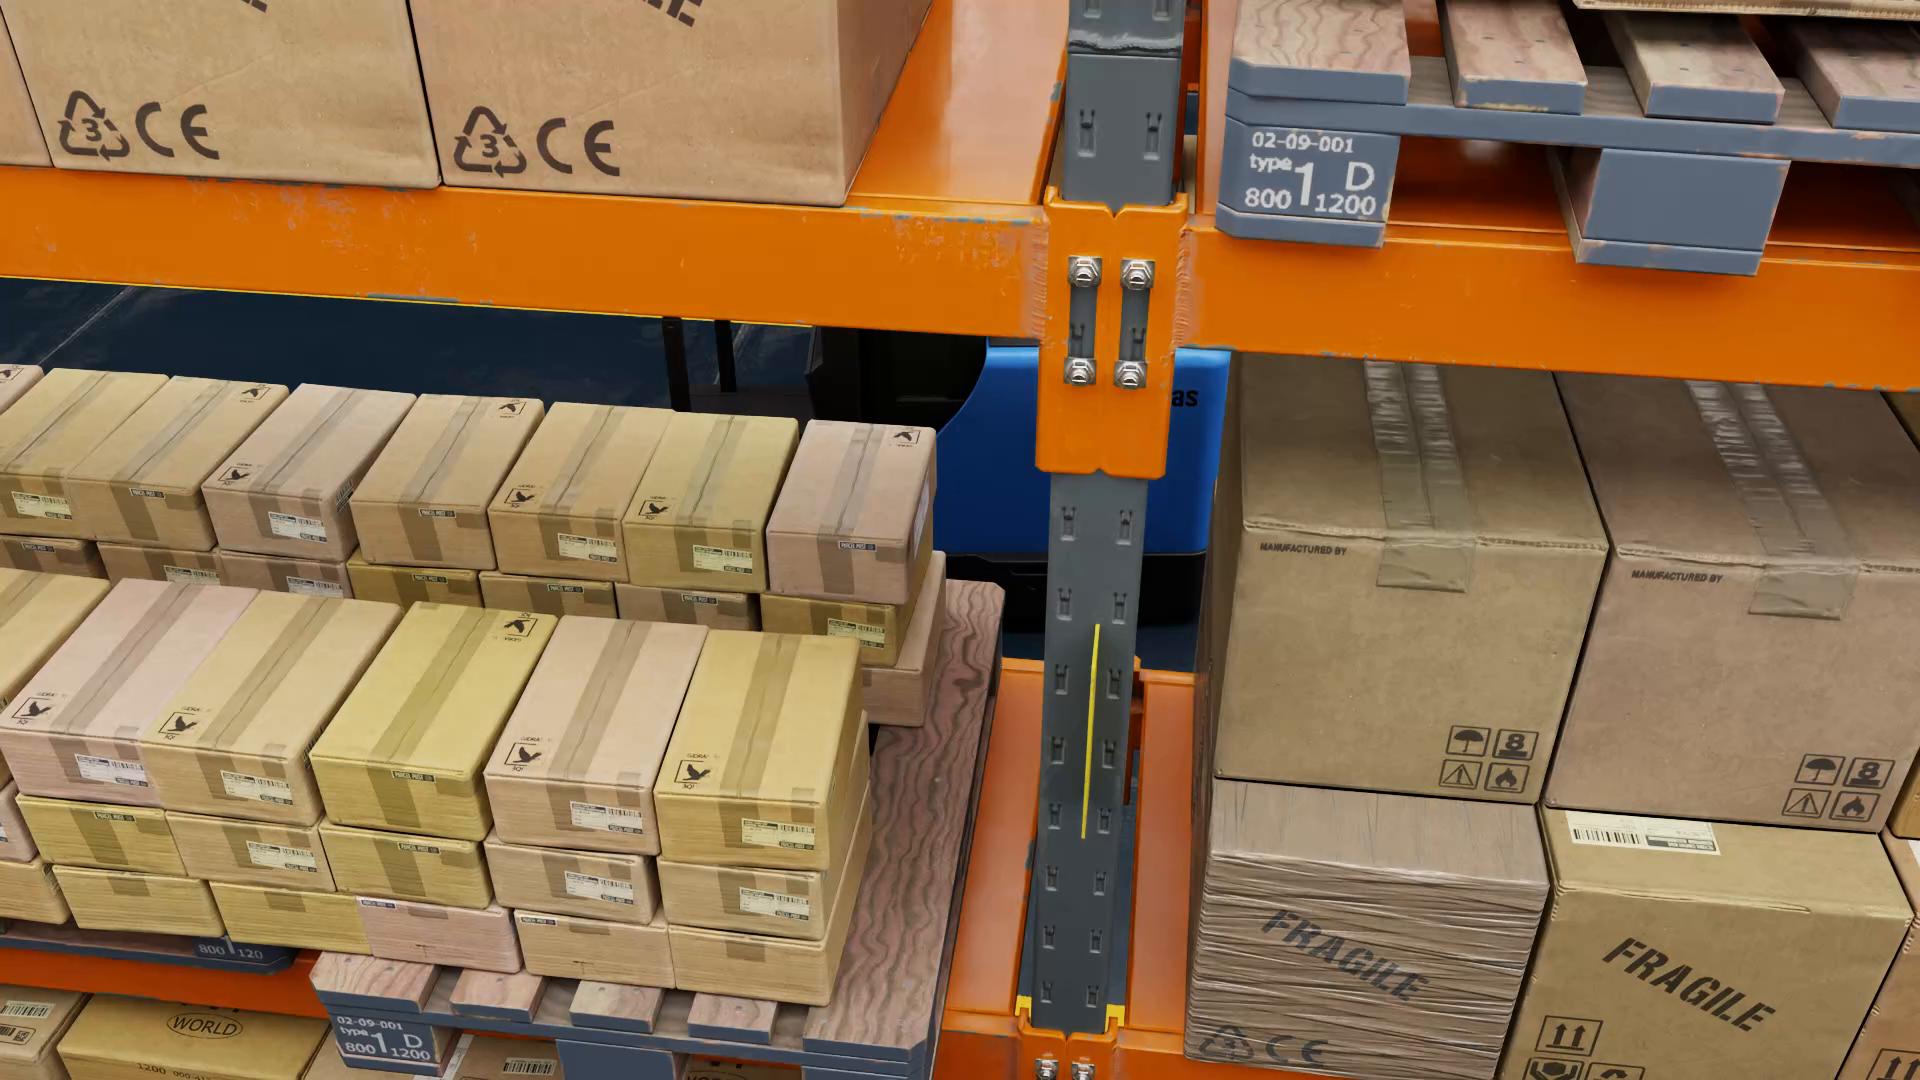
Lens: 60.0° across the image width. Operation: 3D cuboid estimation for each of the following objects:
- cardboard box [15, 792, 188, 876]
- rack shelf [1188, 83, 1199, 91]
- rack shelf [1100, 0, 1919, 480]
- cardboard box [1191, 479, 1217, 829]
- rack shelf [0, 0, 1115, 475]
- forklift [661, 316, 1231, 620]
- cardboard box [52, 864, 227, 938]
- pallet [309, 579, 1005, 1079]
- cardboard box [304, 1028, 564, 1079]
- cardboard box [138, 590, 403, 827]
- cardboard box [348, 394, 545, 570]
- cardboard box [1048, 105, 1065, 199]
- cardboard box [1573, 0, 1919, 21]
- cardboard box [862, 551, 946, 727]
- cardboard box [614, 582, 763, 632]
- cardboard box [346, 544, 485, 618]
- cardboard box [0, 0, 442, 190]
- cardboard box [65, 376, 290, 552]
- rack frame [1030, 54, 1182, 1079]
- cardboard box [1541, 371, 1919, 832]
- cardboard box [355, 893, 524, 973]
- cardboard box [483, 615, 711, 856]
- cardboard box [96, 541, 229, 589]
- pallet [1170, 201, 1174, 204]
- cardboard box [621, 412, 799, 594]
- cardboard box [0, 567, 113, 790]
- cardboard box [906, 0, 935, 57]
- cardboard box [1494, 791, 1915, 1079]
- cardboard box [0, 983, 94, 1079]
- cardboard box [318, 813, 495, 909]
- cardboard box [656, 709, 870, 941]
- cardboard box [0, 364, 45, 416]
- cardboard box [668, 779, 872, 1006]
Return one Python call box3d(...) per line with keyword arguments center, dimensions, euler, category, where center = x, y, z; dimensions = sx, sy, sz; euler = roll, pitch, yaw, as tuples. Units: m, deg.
box3d(center=(-1.324, 0.360, 2.762), dimensions=(0.250, 0.149, 0.380), euler=(4, 36, 6), category="cardboard box")
box3d(center=(2.758, -2.020, 7.117), dimensions=(4.000, 0.370, 1.077), euler=(4, 36, 6), category="rack shelf")
box3d(center=(2.228, -0.381, 2.239), dimensions=(4.000, 0.370, 1.077), euler=(4, 36, 6), category="rack shelf")
box3d(center=(0.725, 0.237, 3.250), dimensions=(0.500, 0.500, 0.500), euler=(4, 36, 6), category="cardboard box")
box3d(center=(-1.739, -0.677, 2.654), dimensions=(4.000, 0.370, 1.077), euler=(4, 36, 6), category="rack shelf")
box3d(center=(-0.630, -1.193, 5.398), dimensions=(3.031, 2.935, 1.130), euler=(0, 36, 0), category="forklift")
box3d(center=(-1.318, 0.481, 2.849), dimensions=(0.250, 0.149, 0.380), euler=(3, 36, 4), category="cardboard box")
box3d(center=(-0.476, 0.486, 3.152), dimensions=(1.003, 0.211, 1.213), euler=(4, 36, 6), category="pallet")
box3d(center=(-0.970, 1.010, 3.398), dimensions=(0.500, 0.250, 0.500), euler=(5, 36, 7), category="cardboard box")
box3d(center=(-1.074, 0.259, 2.647), dimensions=(0.250, 0.149, 0.380), euler=(5, 36, 7), category="cardboard box")
box3d(center=(-0.961, -0.116, 3.174), dimensions=(0.250, 0.149, 0.380), euler=(3, 36, 4), category="cardboard box")
box3d(center=(0.100, -1.866, 7.749), dimensions=(0.875, 0.875, 0.875), euler=(4, 36, 6), category="cardboard box")
box3d(center=(0.934, -0.817, 1.859), dimensions=(0.500, 0.311, 0.500), euler=(4, 36, 6), category="cardboard box")
box3d(center=(-0.174, 0.181, 3.269), dimensions=(0.250, 0.149, 0.380), euler=(4, 36, 5), category="cardboard box")
box3d(center=(-0.479, 0.039, 3.212), dimensions=(0.250, 0.149, 0.380), euler=(6, 36, 8), category="cardboard box")
box3d(center=(-0.994, 0.003, 3.263), dimensions=(0.250, 0.149, 0.380), euler=(4, 36, 6), category="cardboard box")
box3d(center=(-0.852, -0.788, 2.104), dimensions=(0.500, 0.500, 0.500), euler=(4, 36, 6), category="cardboard box")
box3d(center=(-1.493, -0.154, 3.226), dimensions=(0.250, 0.149, 0.380), euler=(5, 36, 7), category="cardboard box")
box3d(center=(0.245, 0.399, 3.109), dimensions=(0.127, 3.000, 1.000), euler=(4, 36, 6), category="rack frame")
box3d(center=(1.190, 0.027, 2.683), dimensions=(0.500, 0.500, 0.700), euler=(4, 36, 5), category="cardboard box")
box3d(center=(-0.805, 0.521, 2.793), dimensions=(0.250, 0.149, 0.380), euler=(5, 36, 7), category="cardboard box")
box3d(center=(-0.549, 0.296, 2.595), dimensions=(0.250, 0.149, 0.380), euler=(4, 36, 5), category="cardboard box")
box3d(center=(-1.487, -0.036, 3.318), dimensions=(0.250, 0.149, 0.380), euler=(4, 36, 6), category="cardboard box")
box3d(center=(1.550, -1.267, 7.843), dimensions=(1.213, 0.211, 1.003), euler=(4, 36, 6), category="pallet")
box3d(center=(-0.456, -0.076, 3.117), dimensions=(0.250, 0.149, 0.380), euler=(3, 36, 5), category="cardboard box")
box3d(center=(-1.582, 0.219, 2.703), dimensions=(0.250, 0.149, 0.380), euler=(6, 36, 8), category="cardboard box")
box3d(center=(-0.288, -1.058, 2.482), dimensions=(0.500, 0.500, 0.500), euler=(4, 36, 6), category="cardboard box")
box3d(center=(1.160, 0.583, 2.765), dimensions=(0.500, 0.500, 0.500), euler=(4, 36, 6), category="cardboard box")
box3d(center=(-1.990, 0.930, 3.510), dimensions=(0.500, 0.250, 0.500), euler=(6, 36, 8), category="cardboard box")
box3d(center=(-0.830, 0.398, 2.708), dimensions=(0.250, 0.149, 0.380), euler=(5, 36, 7), category="cardboard box")
box3d(center=(-0.303, 0.435, 2.657), dimensions=(0.250, 0.149, 0.380), euler=(5, 36, 7), category="cardboard box")
box3d(center=(-2.007, -0.194, 3.282), dimensions=(0.250, 0.149, 0.380), euler=(3, 36, 4), category="cardboard box")
box3d(center=(-0.303, 0.559, 2.740), dimensions=(0.250, 0.149, 0.380), euler=(5, 36, 7), category="cardboard box")
